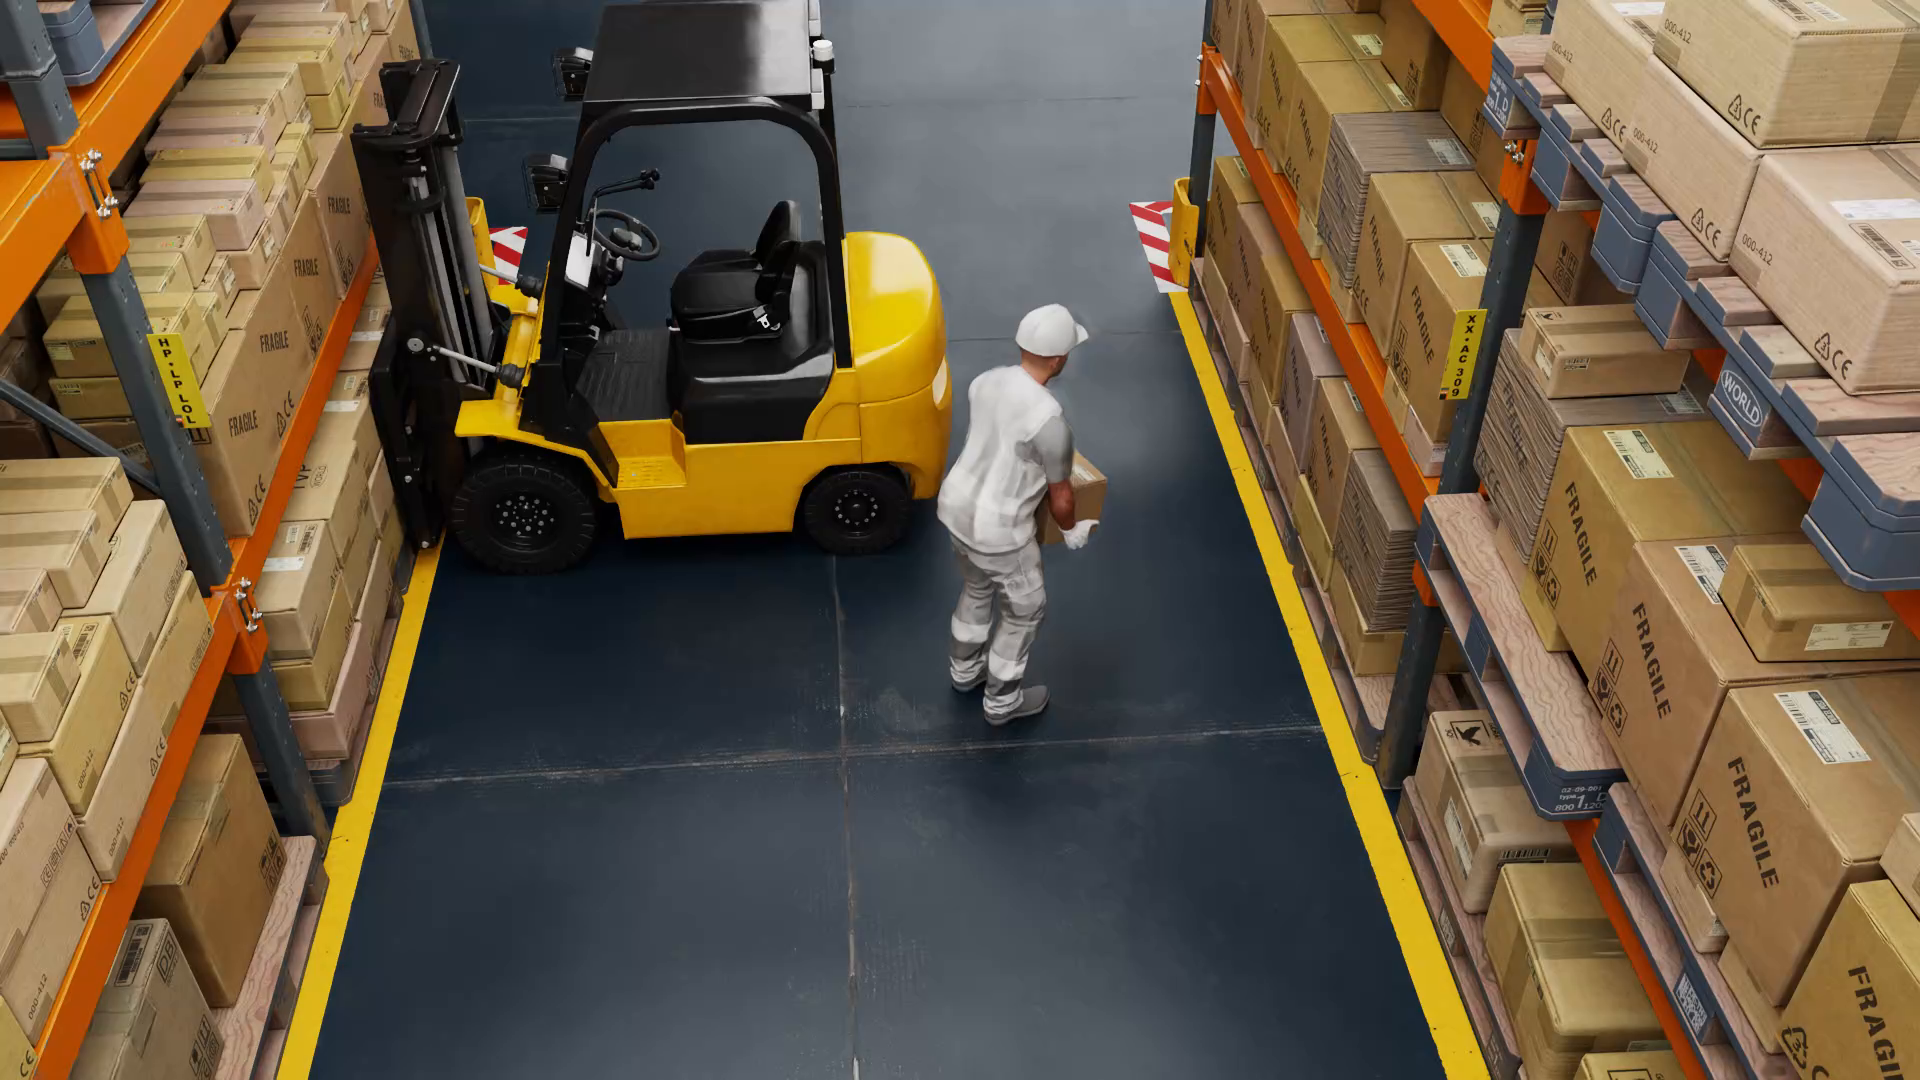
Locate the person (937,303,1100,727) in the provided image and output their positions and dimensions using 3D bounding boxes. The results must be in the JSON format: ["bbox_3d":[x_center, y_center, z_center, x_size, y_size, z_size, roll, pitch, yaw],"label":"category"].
[{"bbox_3d":[0.215,-0.088,6.293,0.609,1.726,0.490,-24,44,-27],"label":"person"}]
